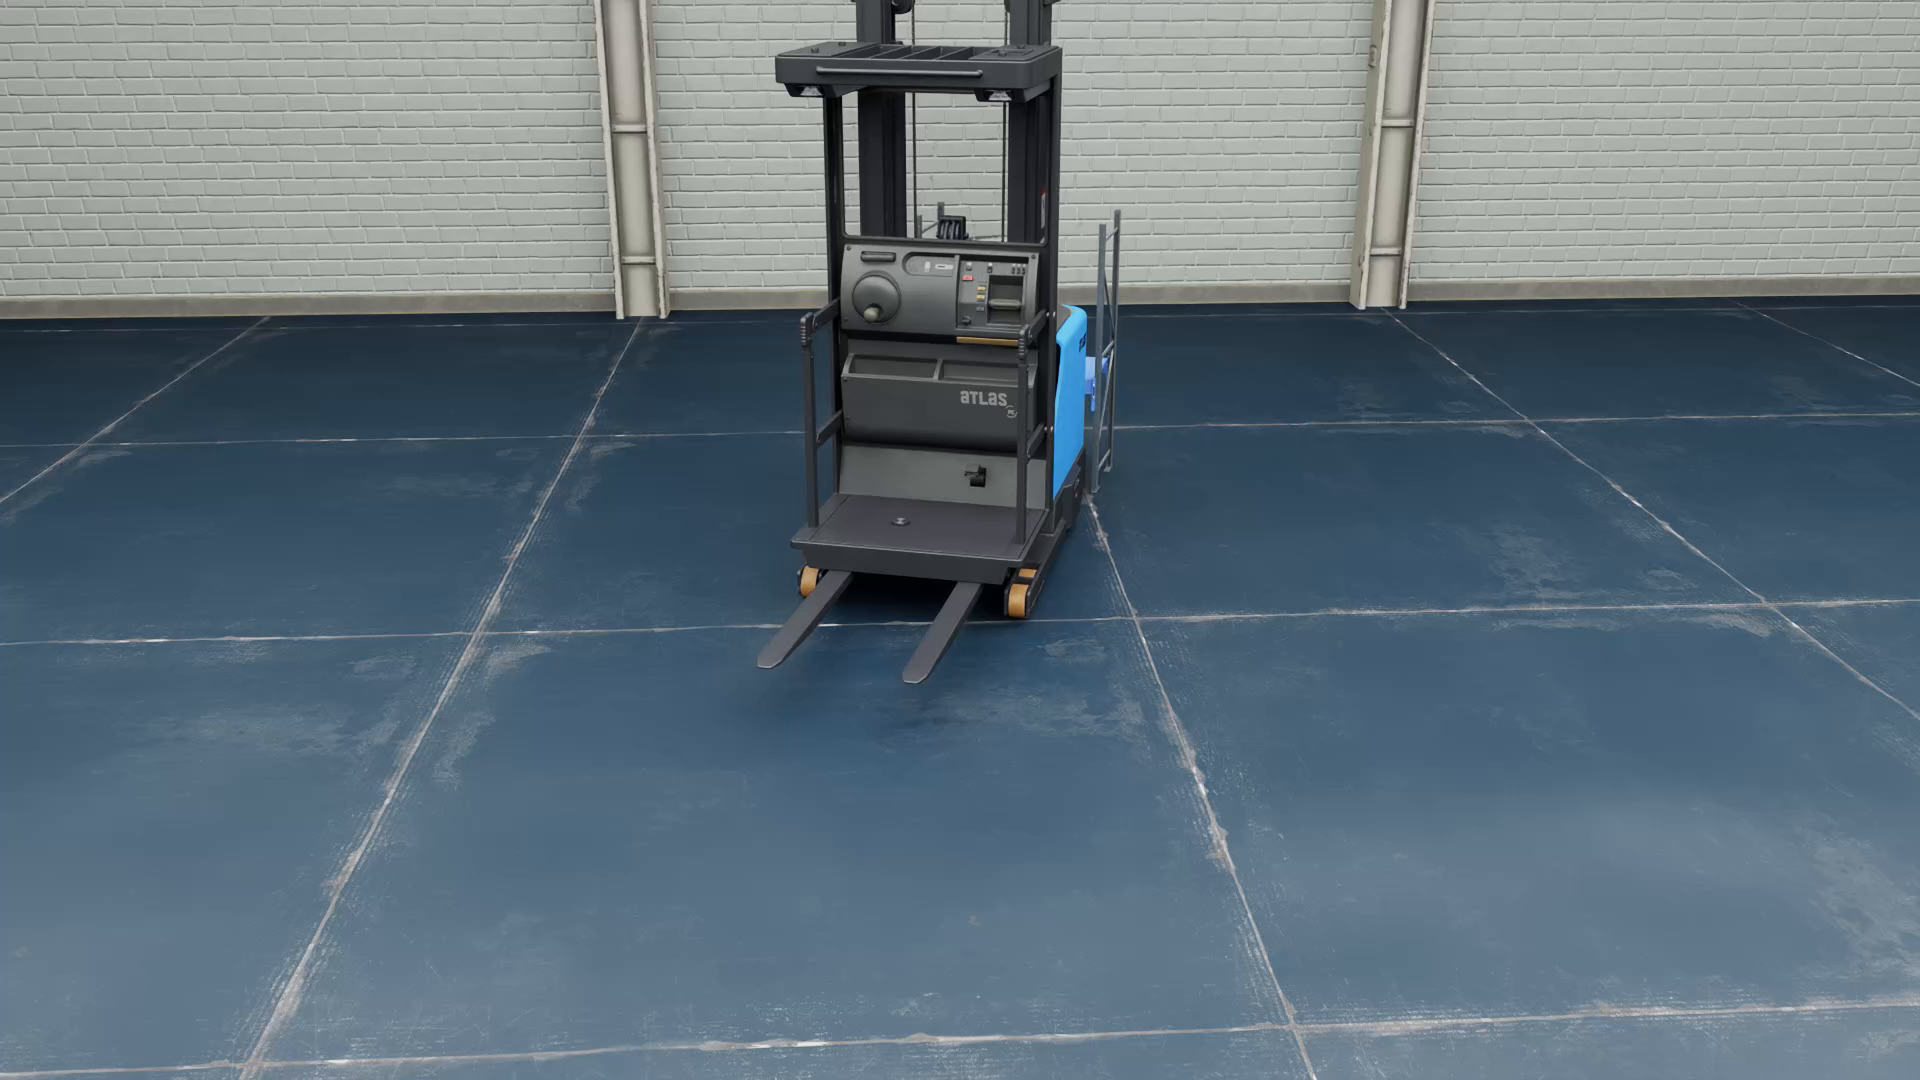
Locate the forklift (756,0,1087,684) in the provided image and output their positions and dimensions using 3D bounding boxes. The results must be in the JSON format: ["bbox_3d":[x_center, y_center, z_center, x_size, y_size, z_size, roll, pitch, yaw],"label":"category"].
[{"bbox_3d":[-0.144,-1.151,7.526,1.130,2.935,3.031,5,21,12],"label":"forklift"}]

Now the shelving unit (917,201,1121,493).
[{"bbox_3d":[0.323,-1.096,9.387,1.048,1.500,0.538,5,21,14],"label":"shelving unit"}]

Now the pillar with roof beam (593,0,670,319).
[{"bbox_3d":[-2.303,-4.497,7.787,0.400,9.000,9.100,-1,21,-3],"label":"pillar with roof beam"}]

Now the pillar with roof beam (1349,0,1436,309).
[{"bbox_3d":[3.687,-4.619,8.107,0.400,9.000,9.100,-1,21,-3],"label":"pillar with roof beam"}]

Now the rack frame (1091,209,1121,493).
[{"bbox_3d":[0.814,-1.049,9.263,0.032,1.500,0.500,5,21,14],"label":"rack frame"}]

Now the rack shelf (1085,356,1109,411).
[{"bbox_3d":[0.322,-0.928,9.450,1.000,0.185,0.538,5,21,14],"label":"rack shelf"}]

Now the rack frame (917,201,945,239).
[{"bbox_3d":[-0.168,-1.143,9.511,0.032,1.500,0.500,5,21,14],"label":"rack frame"}]
